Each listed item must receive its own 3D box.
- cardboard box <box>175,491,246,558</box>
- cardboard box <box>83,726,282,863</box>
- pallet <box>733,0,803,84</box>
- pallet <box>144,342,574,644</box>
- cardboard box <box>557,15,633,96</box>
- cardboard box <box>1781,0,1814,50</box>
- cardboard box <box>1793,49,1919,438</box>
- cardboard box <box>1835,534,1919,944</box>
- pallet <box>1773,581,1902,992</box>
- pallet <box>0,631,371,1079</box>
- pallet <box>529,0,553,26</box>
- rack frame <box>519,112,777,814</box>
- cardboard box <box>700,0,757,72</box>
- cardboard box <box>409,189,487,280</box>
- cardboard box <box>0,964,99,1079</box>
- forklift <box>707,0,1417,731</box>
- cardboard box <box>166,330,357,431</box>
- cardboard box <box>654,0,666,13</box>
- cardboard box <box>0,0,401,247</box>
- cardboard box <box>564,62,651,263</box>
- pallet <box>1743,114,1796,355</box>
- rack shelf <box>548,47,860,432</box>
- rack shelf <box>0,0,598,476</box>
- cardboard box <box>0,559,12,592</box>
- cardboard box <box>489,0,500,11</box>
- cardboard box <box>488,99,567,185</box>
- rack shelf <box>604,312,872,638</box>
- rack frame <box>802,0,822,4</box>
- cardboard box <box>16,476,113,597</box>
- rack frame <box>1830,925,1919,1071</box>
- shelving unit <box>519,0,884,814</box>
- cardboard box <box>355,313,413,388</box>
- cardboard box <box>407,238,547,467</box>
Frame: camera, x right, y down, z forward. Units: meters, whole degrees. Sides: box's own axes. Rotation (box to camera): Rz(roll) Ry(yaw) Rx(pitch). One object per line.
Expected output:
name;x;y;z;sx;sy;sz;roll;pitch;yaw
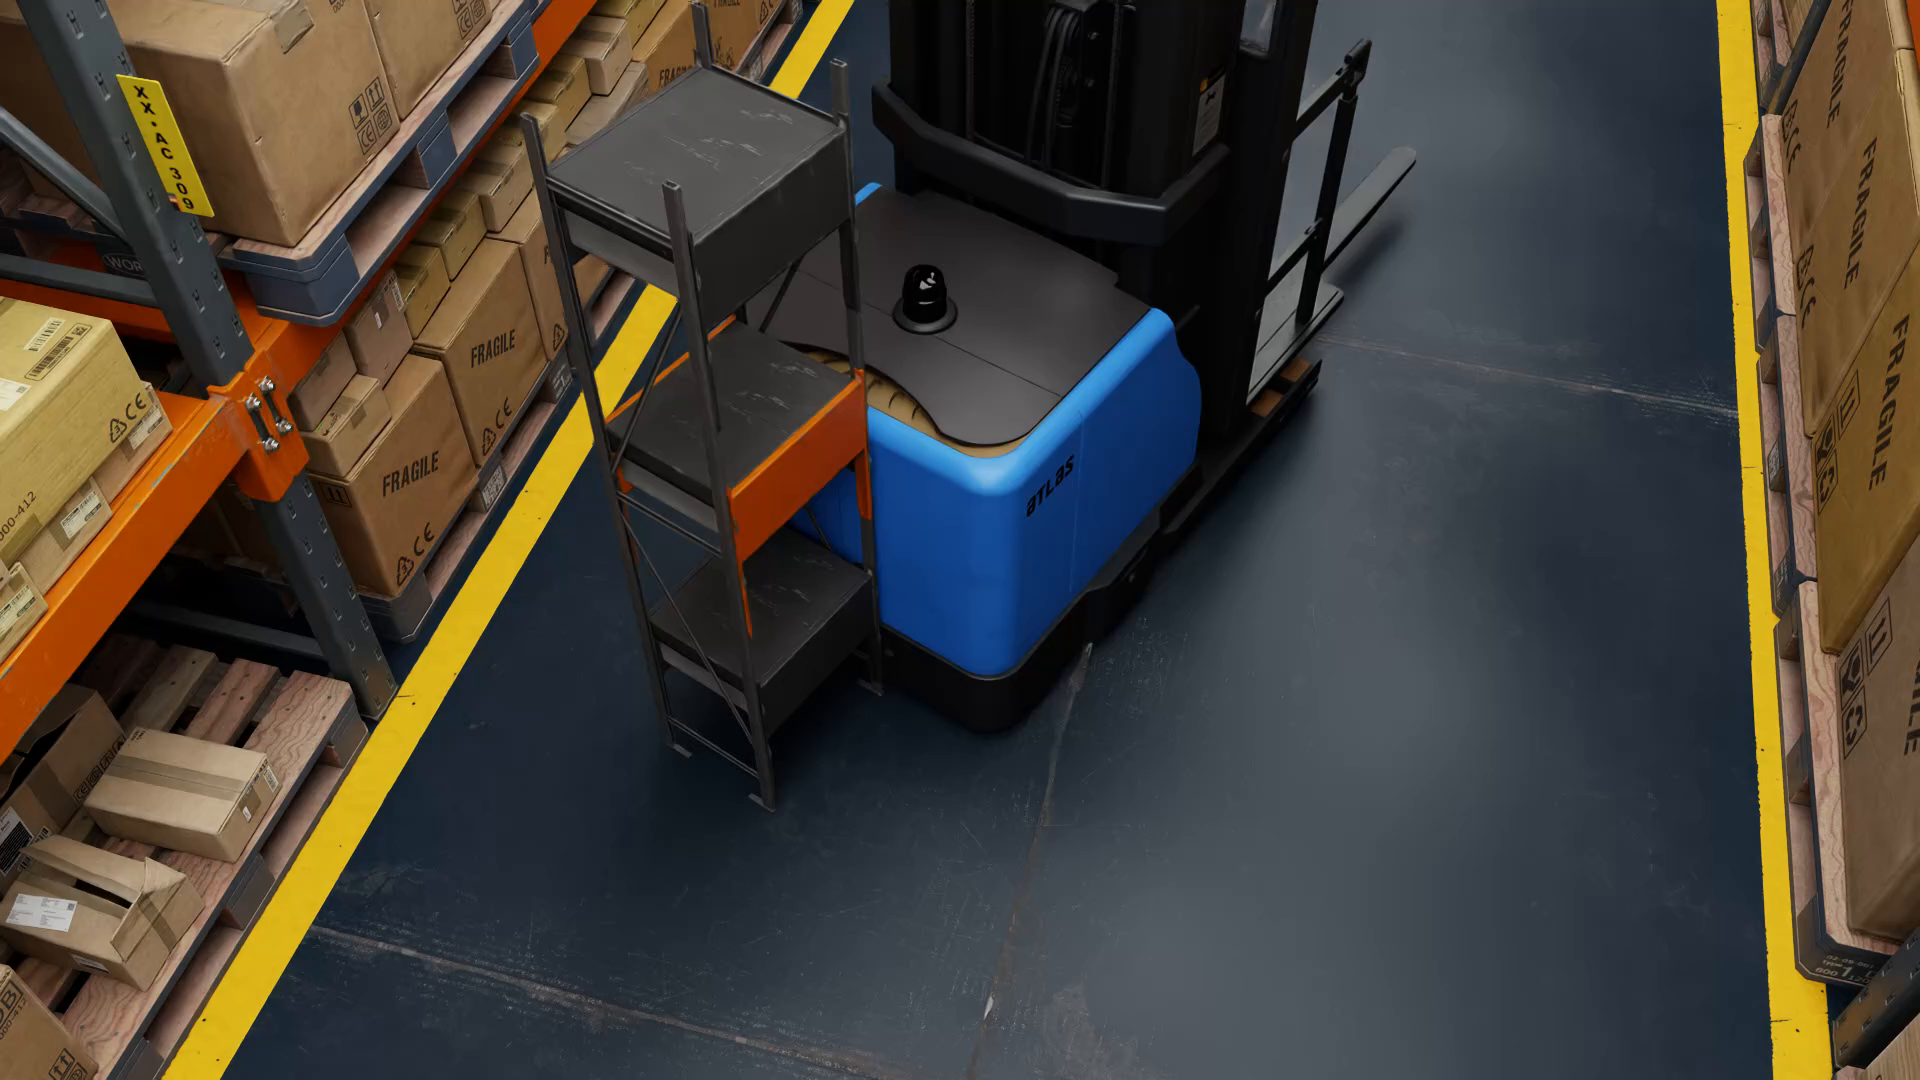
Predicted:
cardboard box;-2.294;-0.336;4.933;0.500;0.500;0.500;11;50;10
cardboard box;-2.001;0.655;4.293;0.380;0.149;0.250;10;49;9
pallet;-1.318;-2.048;6.917;1.003;0.211;1.213;12;50;10
pallet;-1.960;-0.284;5.360;1.003;0.211;1.213;12;50;10
cardboard box;-1.347;-1.669;5.677;0.380;0.149;0.250;9;49;8
cardboard box;3.863;-2.203;6.666;0.950;0.372;0.625;9;49;7
cardboard box;3.204;-0.835;5.124;0.875;0.875;0.875;12;50;10
cardboard box;2.738;0.466;3.975;0.875;0.875;0.875;13;50;11
pallet;2.782;0.716;4.477;1.003;0.211;1.213;12;50;10
pallet;-2.319;0.809;4.395;1.003;0.211;1.213;12;50;10
pallet;-1.592;-2.033;5.171;1.003;0.211;1.213;12;50;10
rack frame;-0.673;-0.030;3.876;0.400;2.100;0.015;28;54;23
cardboard box;-1.131;-2.107;6.496;0.500;0.500;0.500;11;49;9
cardboard box;-1.673;-0.948;5.041;0.380;0.149;0.250;11;49;9
cardboard box;-2.402;1.186;3.590;0.700;0.500;0.500;10;49;9
forklift;0.561;-1.503;4.622;1.130;2.935;3.031;28;54;23
cardboard box;-1.845;-0.454;4.406;0.380;0.149;0.250;11;49;9
cardboard box;-1.238;-2.056;6.018;0.380;0.149;0.250;13;50;11
cardboard box;-1.794;-1.088;3.863;0.700;0.500;0.500;13;50;11
cardboard box;-1.384;-1.349;5.827;0.500;0.500;0.500;10;49;9
pallet;3.425;-1.049;6.035;1.003;0.211;1.213;12;50;10
rack shelf;-0.531;-0.633;3.493;0.431;0.518;0.480;28;54;23
rack shelf;-1.611;-1.819;5.335;1.077;0.370;4.000;12;50;10
cardboard box;-2.154;0.122;3.043;0.500;0.250;0.500;12;50;10
cardboard box;-1.402;-1.634;4.501;0.396;0.266;0.258;14;50;12
cardboard box;-1.503;-1.301;5.352;0.380;0.149;0.250;13;50;11
rack shelf;-0.531;-0.170;4.018;0.431;0.518;0.480;28;54;23
rack frame;-1.085;-3.504;6.342;1.000;3.000;0.127;12;50;10
cardboard box;-2.025;-0.054;3.465;0.380;0.149;0.250;13;50;11
rack frame;2.652;0.366;2.926;1.000;3.000;0.127;12;50;10
shelving unit;-0.531;-0.179;4.007;0.431;2.100;0.503;28;54;23
cardboard box;-1.788;-0.560;4.698;0.380;0.149;0.250;10;49;9
cardboard box;-1.663;-0.615;5.179;0.500;0.500;0.500;11;49;10
